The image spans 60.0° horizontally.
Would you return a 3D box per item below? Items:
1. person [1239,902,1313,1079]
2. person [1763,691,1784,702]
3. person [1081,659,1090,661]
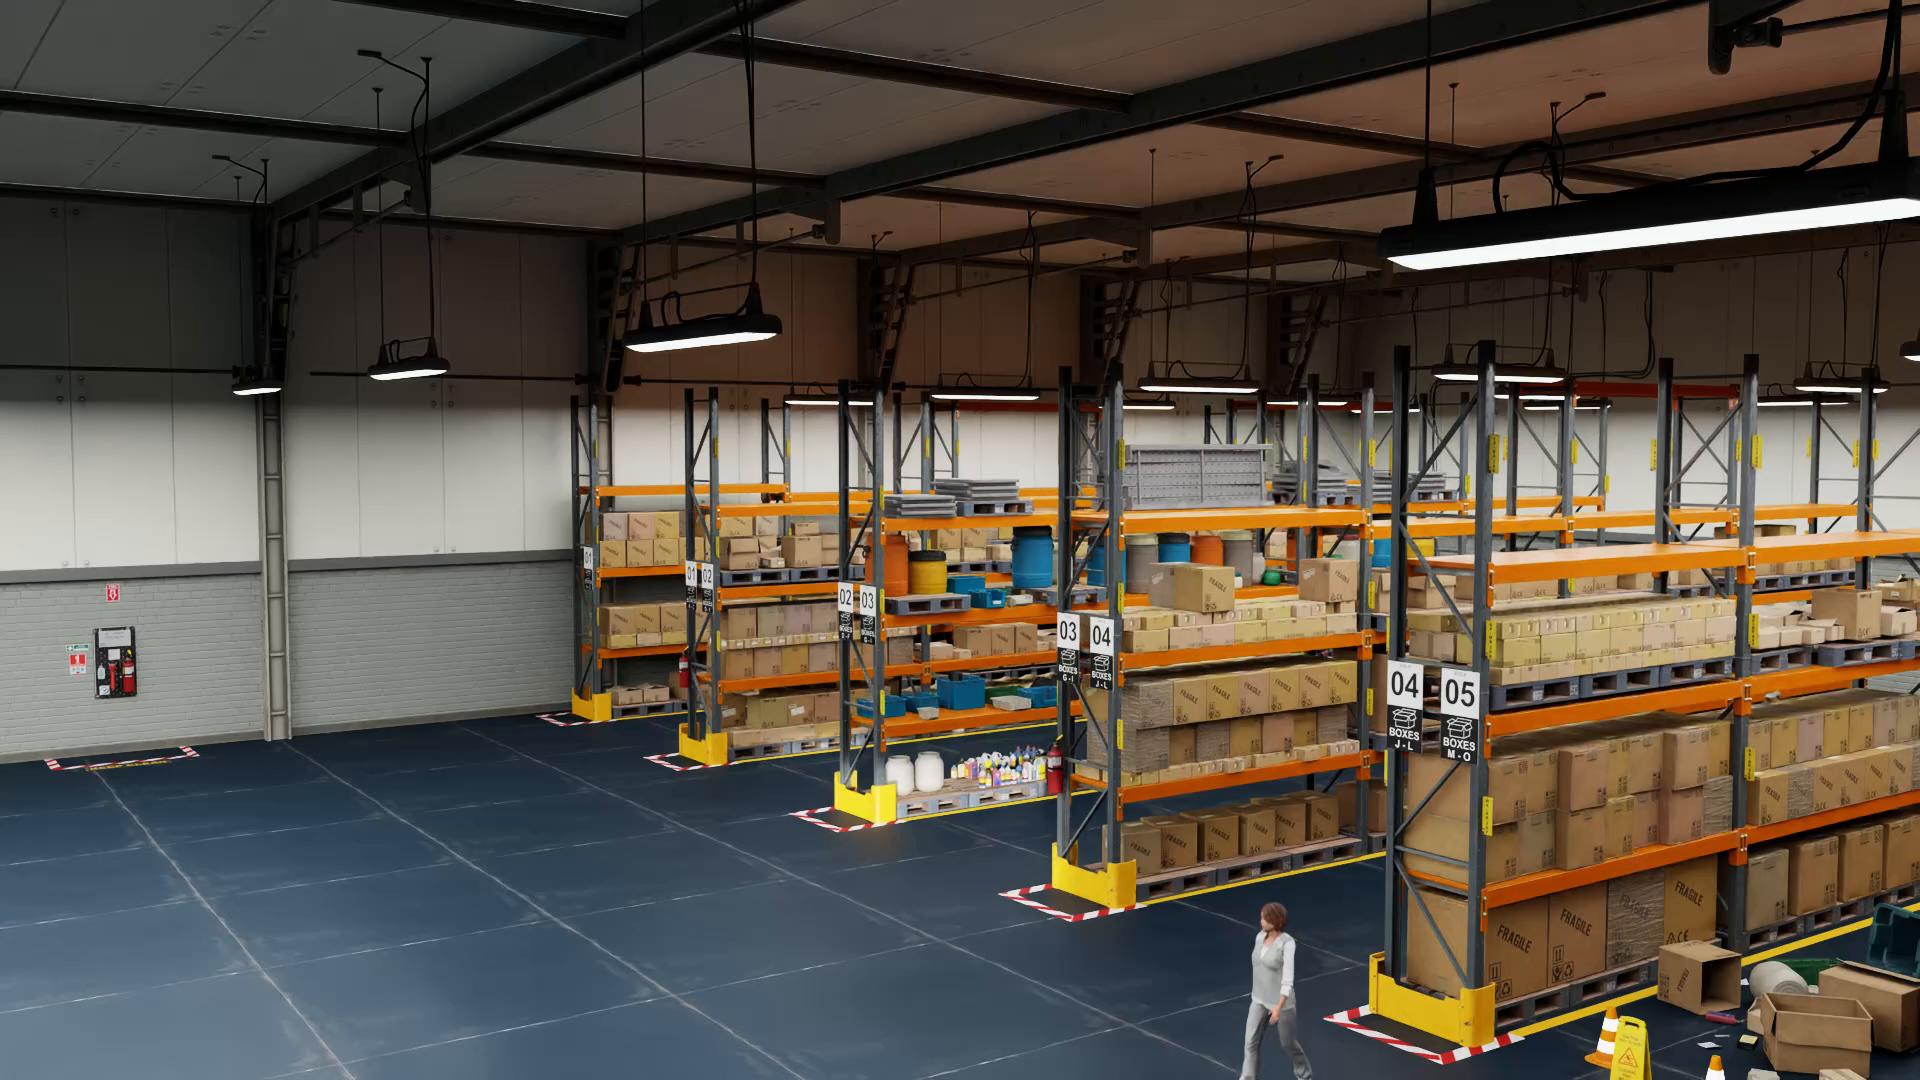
[{"bbox_3d":[2.405,3.592,12.884,0.893,1.553,0.448,-3,4,-39],"label":"person"},{"bbox_3d":[11.554,2.915,23.736,1.050,1.605,0.512,-2,4,-26],"label":"person"},{"bbox_3d":[2.774,2.130,34.739,0.708,1.634,0.704,-2,4,-26],"label":"person"}]
